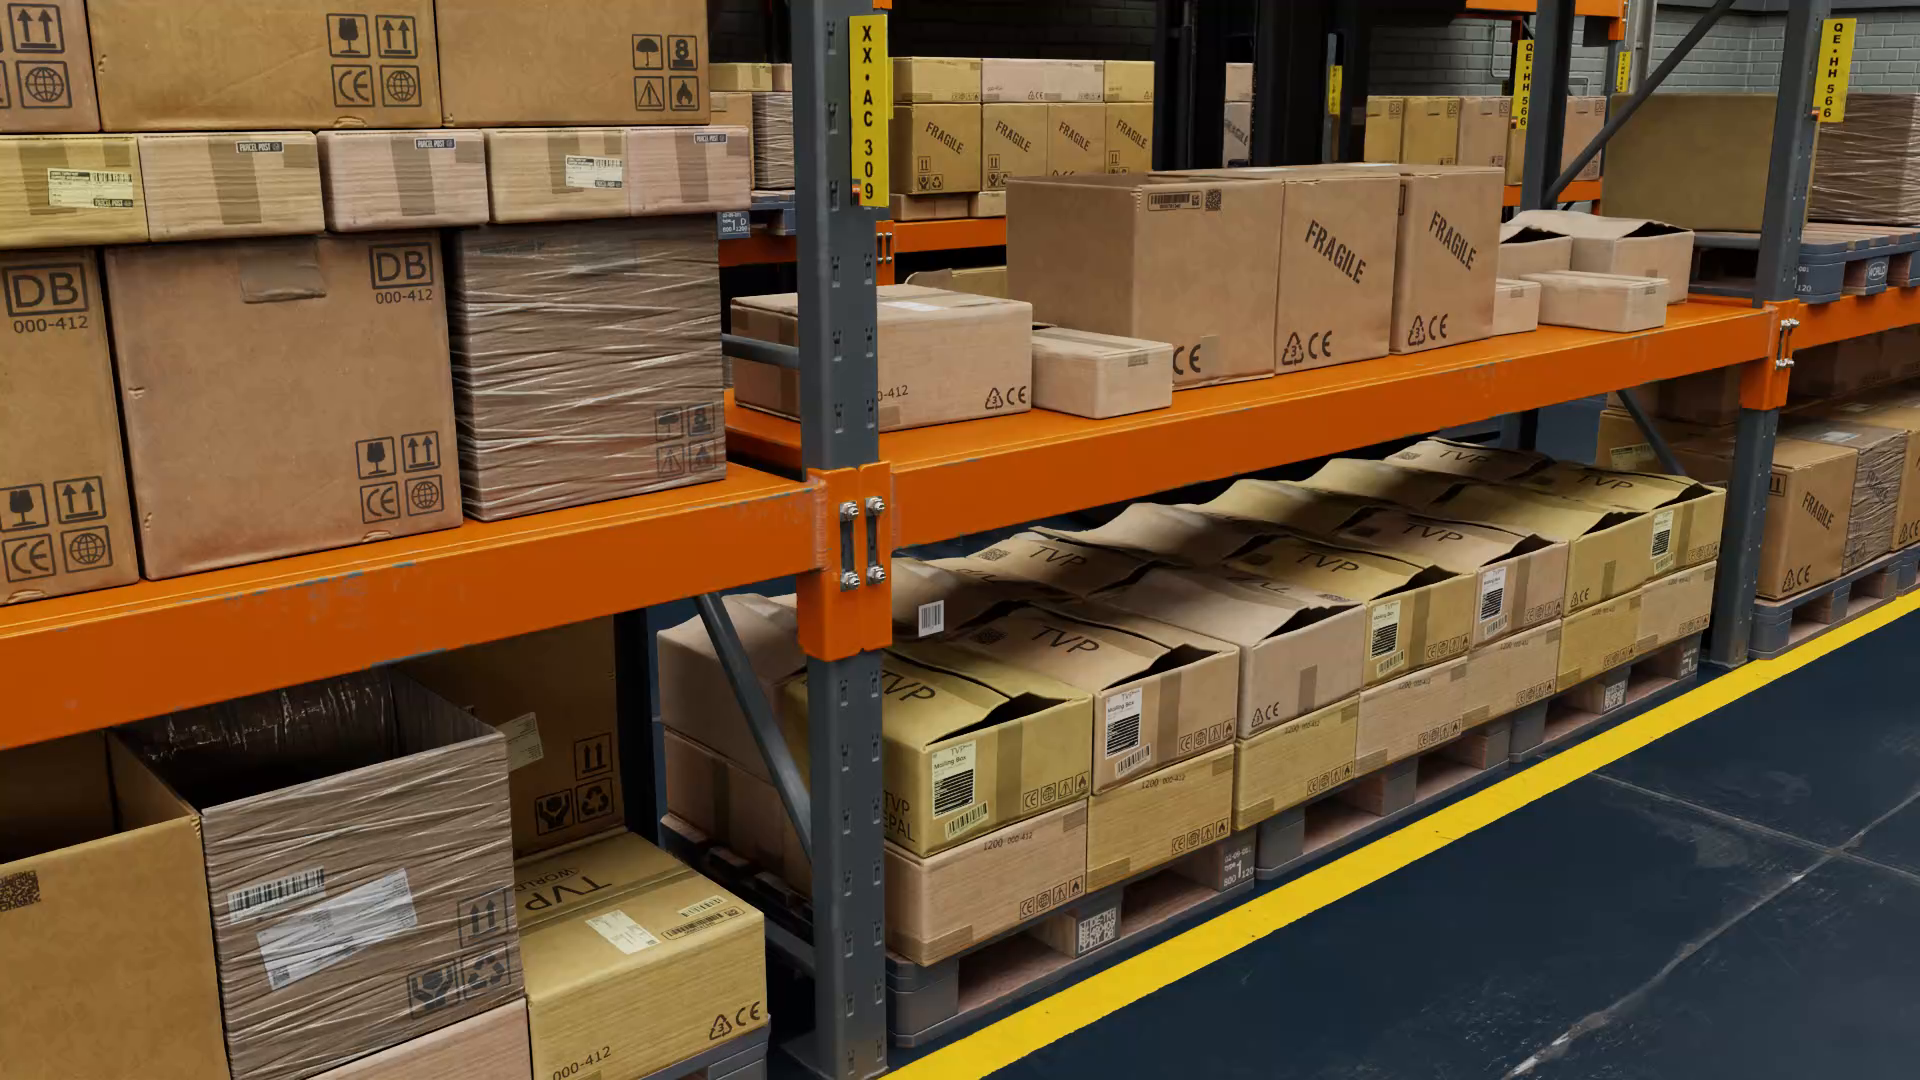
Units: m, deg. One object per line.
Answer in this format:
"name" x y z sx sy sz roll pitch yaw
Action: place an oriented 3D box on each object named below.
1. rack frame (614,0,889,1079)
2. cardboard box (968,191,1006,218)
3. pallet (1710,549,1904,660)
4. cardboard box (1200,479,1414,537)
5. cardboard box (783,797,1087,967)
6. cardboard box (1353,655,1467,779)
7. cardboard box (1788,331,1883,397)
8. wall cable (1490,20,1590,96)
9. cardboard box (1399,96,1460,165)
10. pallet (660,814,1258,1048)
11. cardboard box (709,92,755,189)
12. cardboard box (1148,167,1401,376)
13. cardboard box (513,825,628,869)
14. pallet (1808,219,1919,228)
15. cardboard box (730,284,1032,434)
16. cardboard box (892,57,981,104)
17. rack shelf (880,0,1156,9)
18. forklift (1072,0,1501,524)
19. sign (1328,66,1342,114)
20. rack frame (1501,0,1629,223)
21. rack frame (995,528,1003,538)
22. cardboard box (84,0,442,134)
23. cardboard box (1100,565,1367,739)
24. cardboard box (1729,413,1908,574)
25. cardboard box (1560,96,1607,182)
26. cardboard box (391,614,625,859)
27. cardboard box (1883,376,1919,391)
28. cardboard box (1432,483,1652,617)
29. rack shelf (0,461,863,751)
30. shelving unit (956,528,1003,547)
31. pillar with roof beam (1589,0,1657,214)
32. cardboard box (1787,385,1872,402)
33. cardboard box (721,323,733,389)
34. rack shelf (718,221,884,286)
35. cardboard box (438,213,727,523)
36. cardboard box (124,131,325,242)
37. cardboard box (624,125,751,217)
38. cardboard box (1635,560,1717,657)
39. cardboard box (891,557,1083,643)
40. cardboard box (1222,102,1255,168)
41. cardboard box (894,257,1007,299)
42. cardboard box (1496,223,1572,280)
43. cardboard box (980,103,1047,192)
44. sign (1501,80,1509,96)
"rack frame" -0.526 -0.406 3.458 0.127 3.000 1.000 -13 19 -39
"cardboard box" 0.089 -2.016 9.933 0.250 0.149 0.380 -12 19 -38
"pallet" 3.080 0.144 6.801 1.213 0.211 1.003 -13 19 -39
"cardboard box" 1.127 -0.021 5.444 0.500 0.311 0.500 -13 20 -41
"cardboard box" -0.059 0.699 3.834 0.500 0.250 0.500 -13 20 -41
"cardboard box" 1.101 0.439 4.809 0.500 0.250 0.500 -12 19 -38
"cardboard box" 3.852 -0.840 7.619 0.500 0.250 0.500 -13 20 -40
"wall cable" 5.617 -4.295 16.047 1.851 1.984 0.084 -13 19 -39
"cardboard box" 3.229 -3.081 12.892 0.700 0.700 0.980 -13 20 -41
"pallet" 0.005 0.809 4.313 1.213 0.211 1.003 -13 19 -39
"cardboard box" -1.515 -2.127 8.854 0.700 0.500 0.500 14 20 42
"cardboard box" 0.840 -0.755 4.572 0.500 0.500 0.500 -13 19 -39
"cardboard box" -1.075 0.739 3.685 0.500 0.250 0.500 -13 19 -39
"pallet" 3.956 -1.321 7.256 1.213 0.211 1.003 -13 19 -39
"cardboard box" -0.183 -0.426 3.821 0.500 0.250 0.500 -11 19 -36
"cardboard box" -0.229 -2.643 9.570 0.500 0.250 0.500 -12 19 -38
"rack shelf" 0.746 -3.488 10.577 4.000 0.370 1.077 -13 19 -39
"forklift" 1.774 -1.702 8.444 3.031 2.935 1.130 -10 18 -32
"sign" 2.618 -3.142 11.611 0.005 0.325 0.100 -13 19 -39
"rack frame" 5.272 -3.403 14.676 0.127 3.000 1.000 -13 19 -39
"rack frame" 0.132 -0.537 7.726 0.008 1.050 0.200 -13 19 -39
"cardboard box" -1.237 -0.919 2.670 0.500 0.500 0.700 -13 20 -39
"cardboard box" 0.720 0.255 4.410 0.500 0.311 0.500 -14 20 -41
"cardboard box" 3.414 -0.200 6.677 0.500 0.500 0.500 -14 20 -41
"cardboard box" 4.894 -3.459 14.307 0.700 0.700 0.980 -12 19 -37
"cardboard box" -1.081 0.375 3.596 0.500 0.500 0.500 -13 19 -39
"cardboard box" 4.568 -0.460 7.650 0.500 0.500 0.500 -12 19 -39
"cardboard box" 1.871 -0.003 5.377 0.500 0.311 0.500 -13 20 -40
"rack shelf" -2.034 0.280 2.282 4.000 0.370 1.077 -13 19 -39
"shelving unit" 0.040 -0.516 7.648 0.252 1.050 0.215 -13 19 -39
"pillar with roof beam" 9.567 -6.089 13.107 0.400 9.000 9.100 -13 19 -39
"cardboard box" 3.826 -0.470 7.690 0.500 0.500 0.500 -14 20 -41
"cardboard box" -1.272 -0.920 9.374 0.500 0.500 0.700 -12 19 -39
"rack shelf" -2.272 -1.361 8.427 4.000 0.370 1.077 -13 19 -39
"cardboard box" -0.856 -0.378 3.159 0.500 0.500 0.700 -13 20 -41
"cardboard box" -1.171 -0.549 2.542 0.250 0.149 0.380 -13 20 -39
"cardboard box" -0.590 -0.680 3.033 0.250 0.149 0.380 -13 20 -39
"cardboard box" 2.255 0.178 5.784 0.500 0.250 0.500 -12 19 -38
"cardboard box" -0.020 0.235 4.487 0.500 0.311 0.500 -12 19 -38
"cardboard box" 1.694 -2.711 11.278 0.500 0.500 0.500 -12 19 -39
"cardboard box" -0.122 -1.311 10.197 0.750 0.750 0.750 -13 20 -40
"cardboard box" 1.690 -0.927 5.580 0.500 0.311 0.500 -13 20 -40
"cardboard box" 0.173 -2.369 9.996 0.500 0.500 0.500 -12 19 -38
"sign" 4.913 -3.968 14.963 0.005 0.325 0.100 -13 19 -39
